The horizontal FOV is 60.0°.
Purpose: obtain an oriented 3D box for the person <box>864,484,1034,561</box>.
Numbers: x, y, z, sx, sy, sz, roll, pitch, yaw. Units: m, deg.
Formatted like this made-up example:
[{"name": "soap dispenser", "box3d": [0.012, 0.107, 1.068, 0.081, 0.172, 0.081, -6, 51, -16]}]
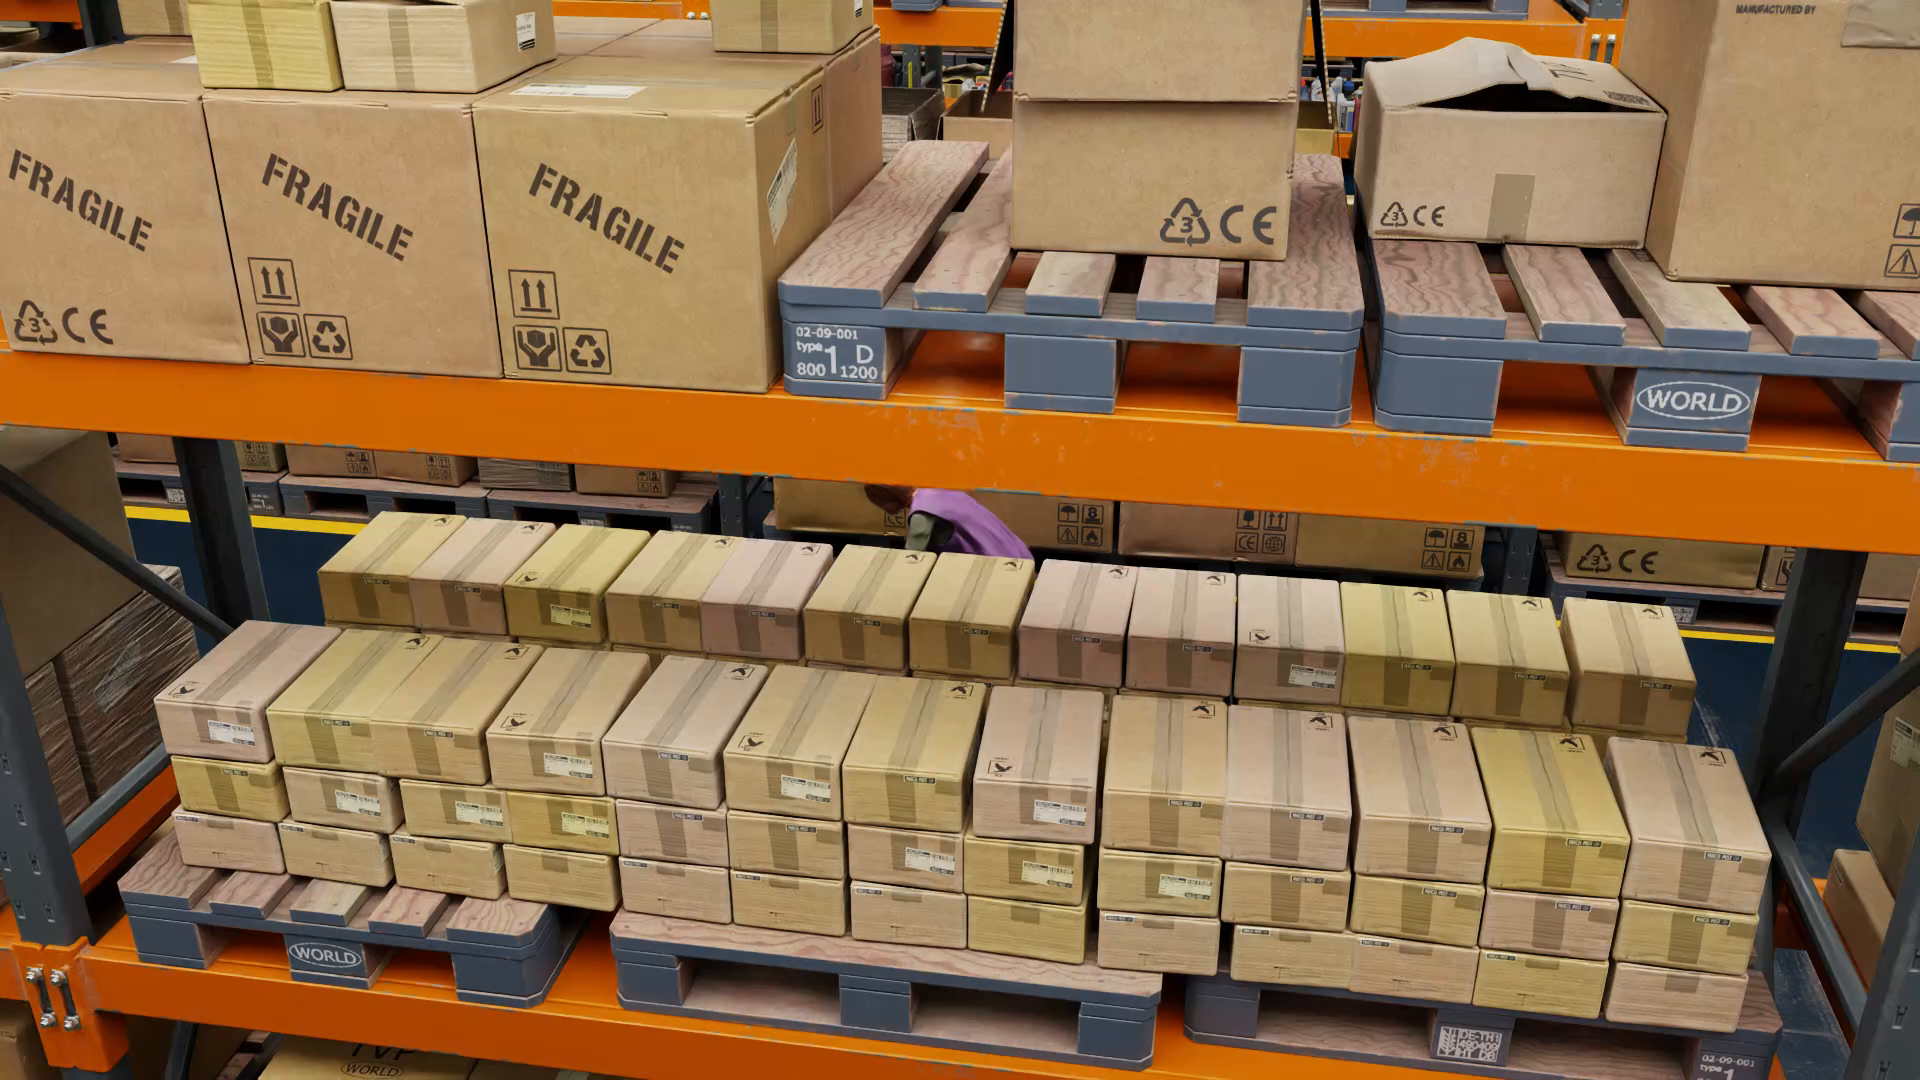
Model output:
[{"name": "person", "box3d": [-0.046, 0.186, 7.319, 0.739, 1.094, 0.461, 5, 26, 10]}]
